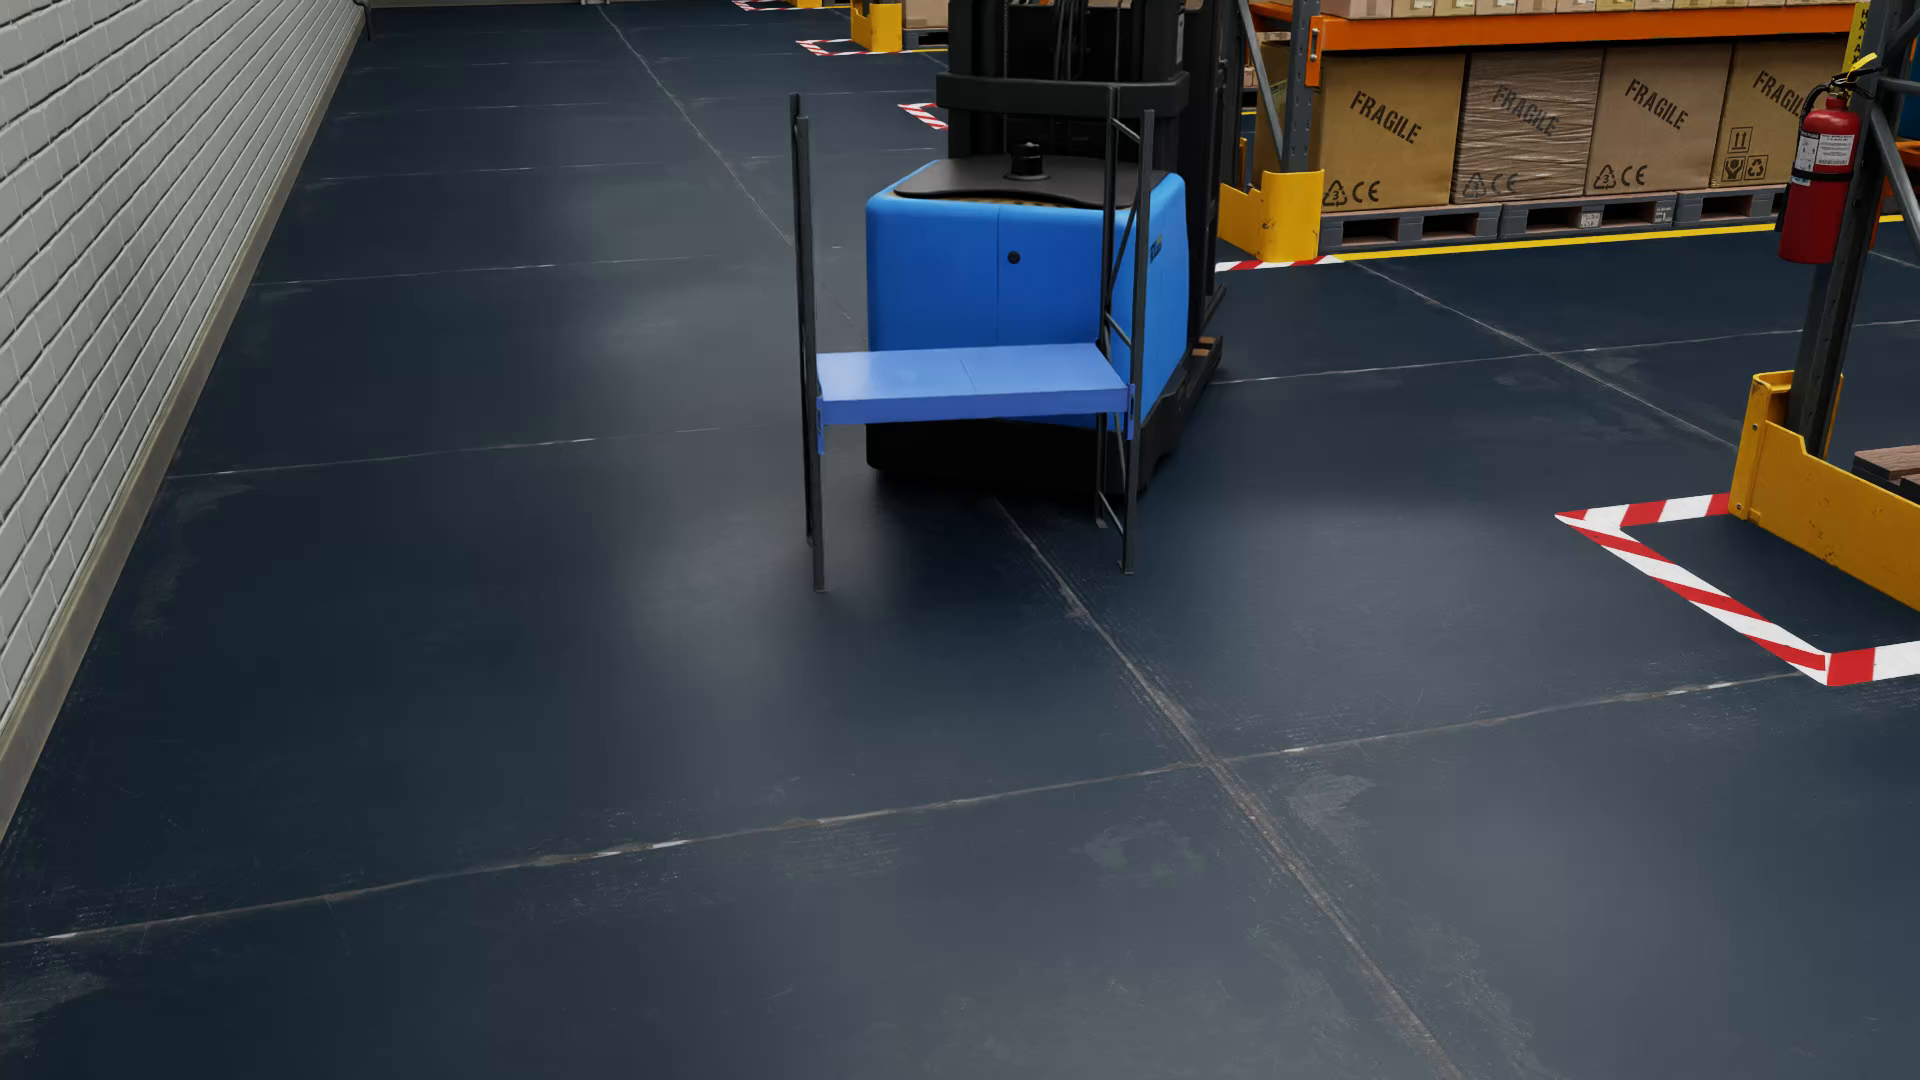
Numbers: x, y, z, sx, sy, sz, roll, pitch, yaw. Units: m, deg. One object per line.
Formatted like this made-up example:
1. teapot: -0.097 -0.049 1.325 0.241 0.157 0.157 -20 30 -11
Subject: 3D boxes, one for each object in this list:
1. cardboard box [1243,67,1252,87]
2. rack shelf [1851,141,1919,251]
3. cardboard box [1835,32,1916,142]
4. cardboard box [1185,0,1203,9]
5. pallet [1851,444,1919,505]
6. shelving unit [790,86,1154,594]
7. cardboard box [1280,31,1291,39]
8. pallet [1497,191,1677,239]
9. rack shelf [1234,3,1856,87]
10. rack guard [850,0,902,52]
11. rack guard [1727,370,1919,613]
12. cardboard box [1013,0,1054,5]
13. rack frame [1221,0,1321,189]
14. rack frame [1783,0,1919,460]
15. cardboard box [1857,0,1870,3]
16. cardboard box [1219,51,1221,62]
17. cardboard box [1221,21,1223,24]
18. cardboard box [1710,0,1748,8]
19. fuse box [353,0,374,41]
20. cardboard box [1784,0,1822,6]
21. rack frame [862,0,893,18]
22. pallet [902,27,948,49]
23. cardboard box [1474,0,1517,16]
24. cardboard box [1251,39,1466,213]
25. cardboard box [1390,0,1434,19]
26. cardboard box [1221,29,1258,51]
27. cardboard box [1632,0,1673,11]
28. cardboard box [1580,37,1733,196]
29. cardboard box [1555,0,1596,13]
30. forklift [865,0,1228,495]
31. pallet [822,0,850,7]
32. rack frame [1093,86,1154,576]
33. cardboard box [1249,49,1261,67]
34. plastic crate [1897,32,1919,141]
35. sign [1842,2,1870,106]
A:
1. cardboard box: 2.331 -4.023 14.405 0.250 0.149 0.380 -8 24 -17
2. rack shelf: 5.020 -1.184 5.617 4.000 0.370 1.077 -6 24 -14
3. cardboard box: 6.219 -2.900 10.867 0.875 0.875 1.225 -6 24 -14
4. cardboard box: 2.298 -6.359 19.484 0.875 0.438 0.875 -7 24 -15
5. pallet: 3.899 -0.093 5.699 1.213 0.211 1.003 -6 24 -14
6. shelving unit: 0.019 -0.641 5.343 1.048 1.500 0.538 -3 23 -7
7. cardboard box: 2.857 -4.354 14.422 0.250 0.149 0.380 -7 24 -16
8. pallet: 3.678 -2.144 10.478 1.213 0.211 1.003 -6 24 -14
9. rack shelf: 3.683 -3.064 9.999 4.000 0.370 1.077 -6 24 -14
10. rack guard: -0.943 -5.793 18.616 0.348 0.500 1.175 -6 24 -14
11. rack guard: 3.075 -0.145 5.454 0.348 0.500 1.175 -6 24 -14
12. cardboard box: 0.567 -6.168 19.039 0.875 0.438 0.875 -6 24 -13
13. rack frame: 1.757 -3.182 9.361 0.127 3.000 1.000 -6 24 -14
14. rack frame: 3.095 -1.301 4.978 0.127 3.000 1.000 -6 24 -14
15. cardboard box: 5.403 -3.335 10.038 0.250 0.149 0.380 -6 24 -14
16. cardboard box: 2.085 -4.171 14.373 0.250 0.149 0.380 -7 24 -17
17. cardboard box: 2.466 -4.543 14.862 0.250 0.149 0.380 -6 24 -14
18. cardboard box: 4.412 -3.226 9.782 0.250 0.149 0.380 -6 24 -13
19. fuse box: -6.770 -6.556 18.858 0.414 1.711 0.539 -6 24 -14
20. cardboard box: 4.908 -3.281 9.910 0.250 0.149 0.380 -7 24 -15
21. rack frame: -0.920 -6.944 18.129 0.127 3.000 1.000 -6 24 -14
22. pallet: -0.171 -5.777 18.947 1.213 0.211 1.003 -6 24 -14
23. cardboard box: 2.932 -3.062 9.401 0.250 0.149 0.380 -7 24 -15
24. cardboard box: 2.351 -2.497 9.927 0.875 0.875 0.875 -6 24 -14
25. cardboard box: 2.434 -3.007 9.271 0.250 0.149 0.380 -7 24 -15
26. cardboard box: 2.372 -4.306 14.310 0.250 0.149 0.380 -6 24 -14
27. cardboard box: 3.920 -3.172 9.656 0.250 0.149 0.380 -6 24 -14
28. cardboard box: 4.085 -2.688 10.373 0.875 0.875 0.875 -6 24 -14
29. cardboard box: 3.425 -3.117 9.528 0.250 0.149 0.380 -7 24 -15
30. forklift: 0.557 -2.062 6.839 1.130 2.935 3.031 7 24 15
31. pallet: -1.424 -7.640 23.288 1.213 0.211 1.003 -6 24 -14
32. rack frame: 0.523 -0.669 5.407 0.032 1.500 0.500 -3 23 -7
33. cardboard box: 2.598 -4.241 14.535 0.250 0.149 0.380 -5 24 -12
34. plastic crate: 3.367 -1.452 5.208 0.499 0.435 0.616 -6 24 -14
35. sign: 2.931 -1.583 5.429 0.005 0.325 0.100 -6 24 -14
